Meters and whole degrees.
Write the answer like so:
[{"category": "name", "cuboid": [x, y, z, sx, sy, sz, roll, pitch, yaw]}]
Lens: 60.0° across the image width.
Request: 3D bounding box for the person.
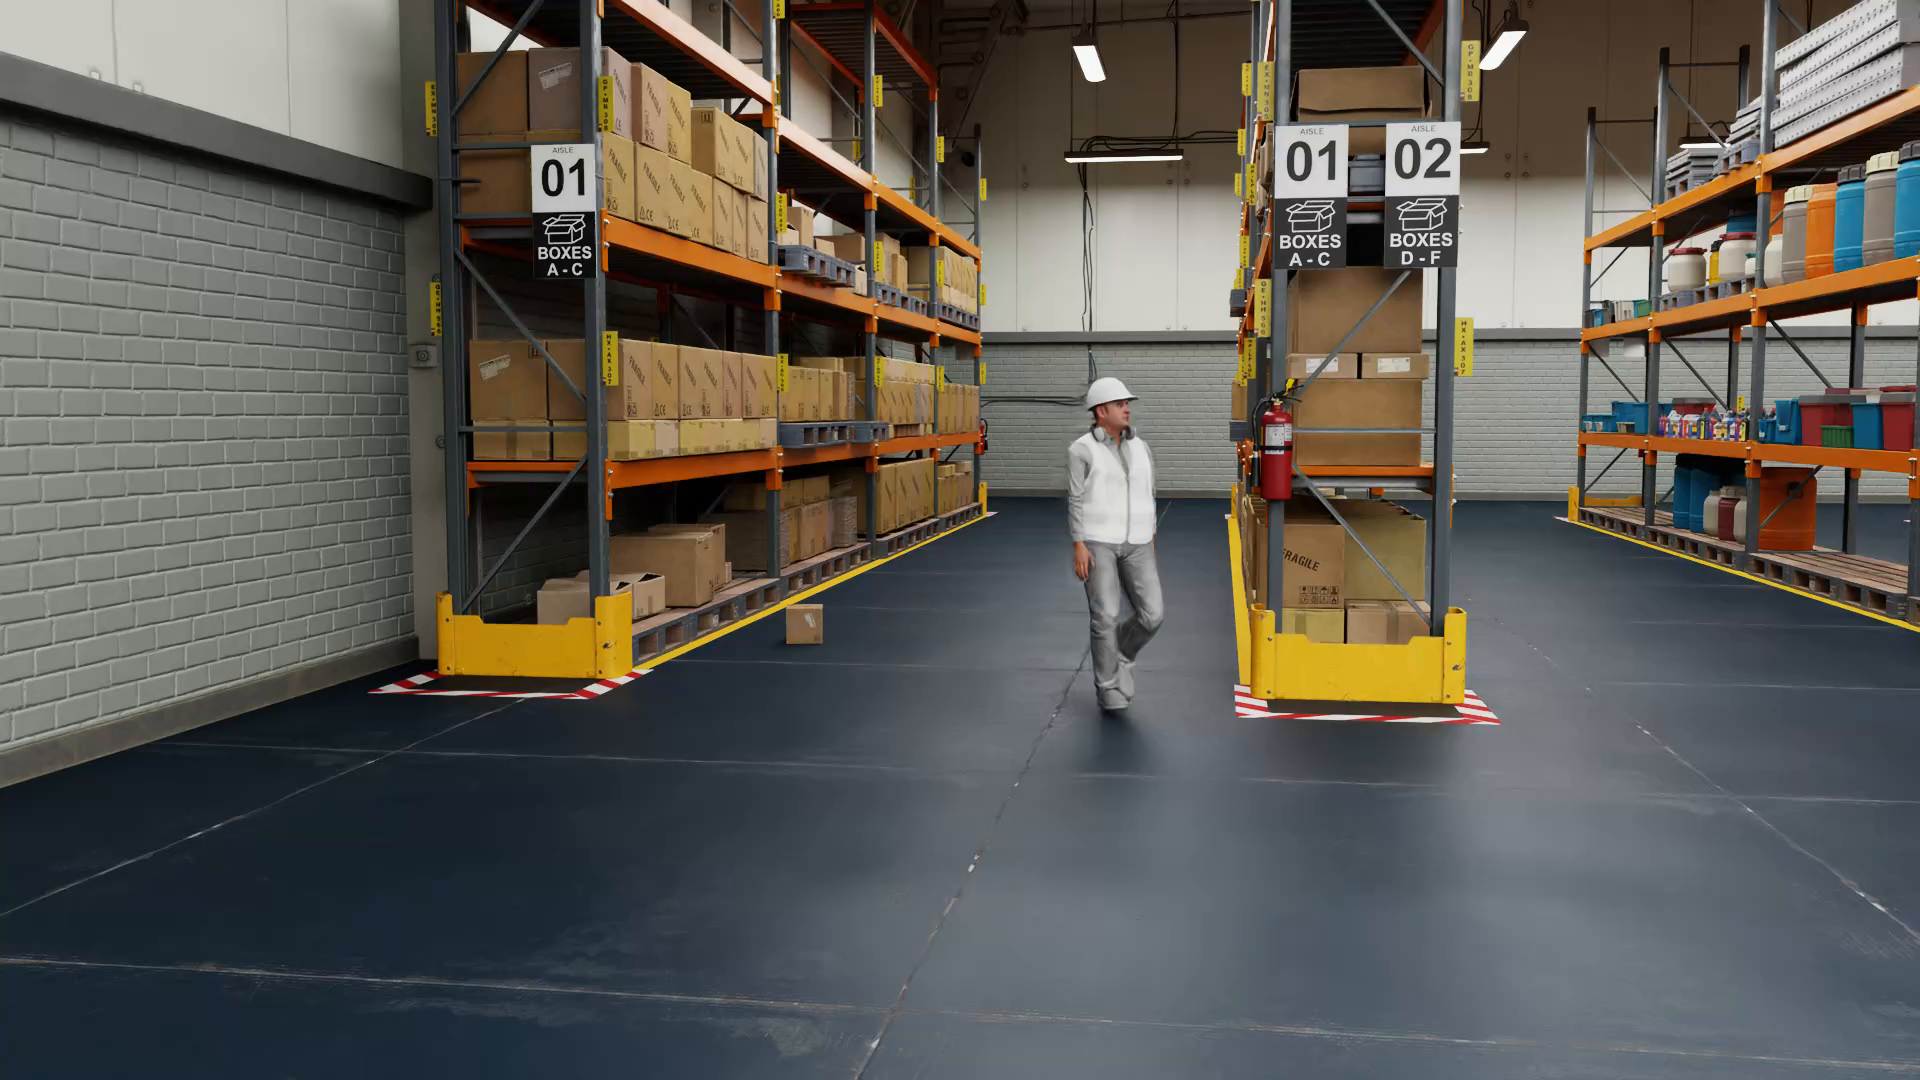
[{"category": "person", "cuboid": [0.831, 0.013, 8.937, 0.548, 1.762, 0.503, -2, 5, -21]}]
